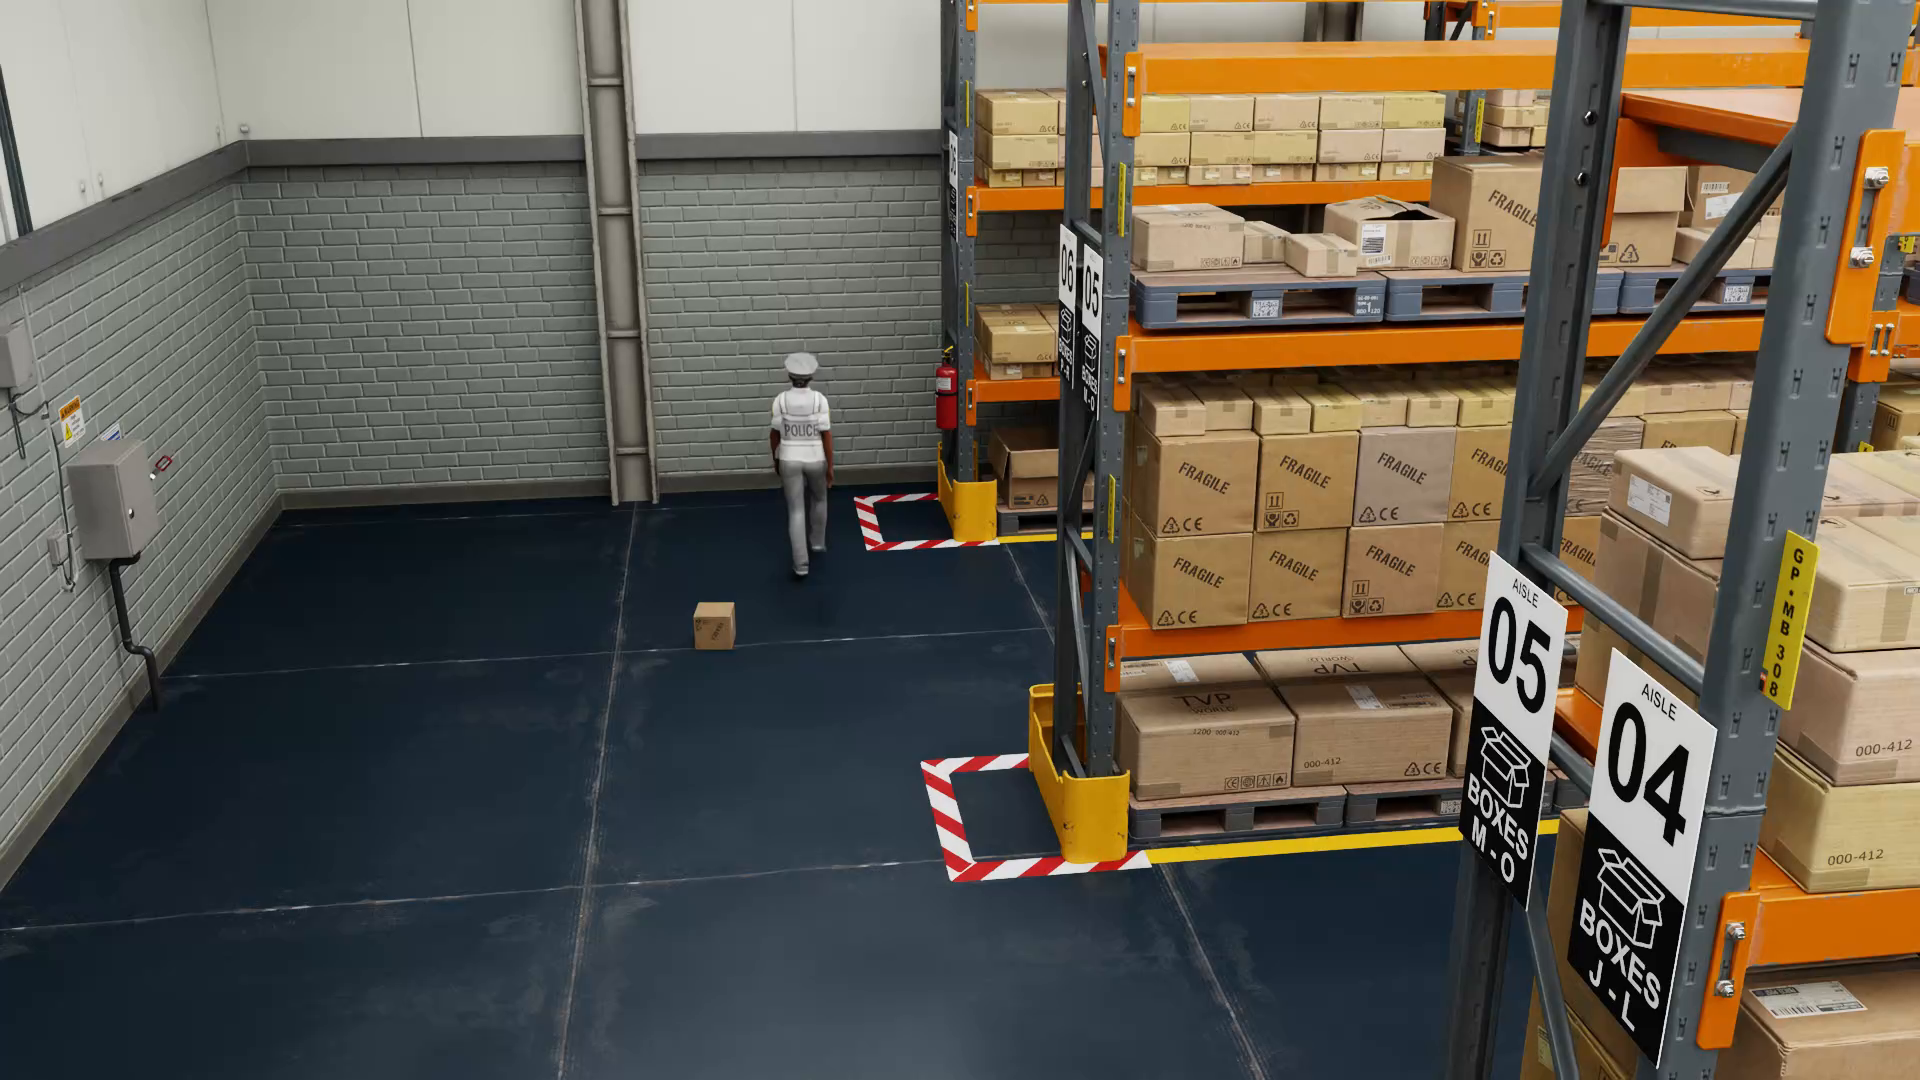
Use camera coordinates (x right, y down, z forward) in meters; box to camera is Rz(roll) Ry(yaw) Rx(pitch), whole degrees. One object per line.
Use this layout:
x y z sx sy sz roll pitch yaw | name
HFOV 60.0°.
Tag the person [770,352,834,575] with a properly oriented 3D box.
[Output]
-1.204 -0.589 12.673 0.470 1.726 0.787 -2 20 -6 | person
